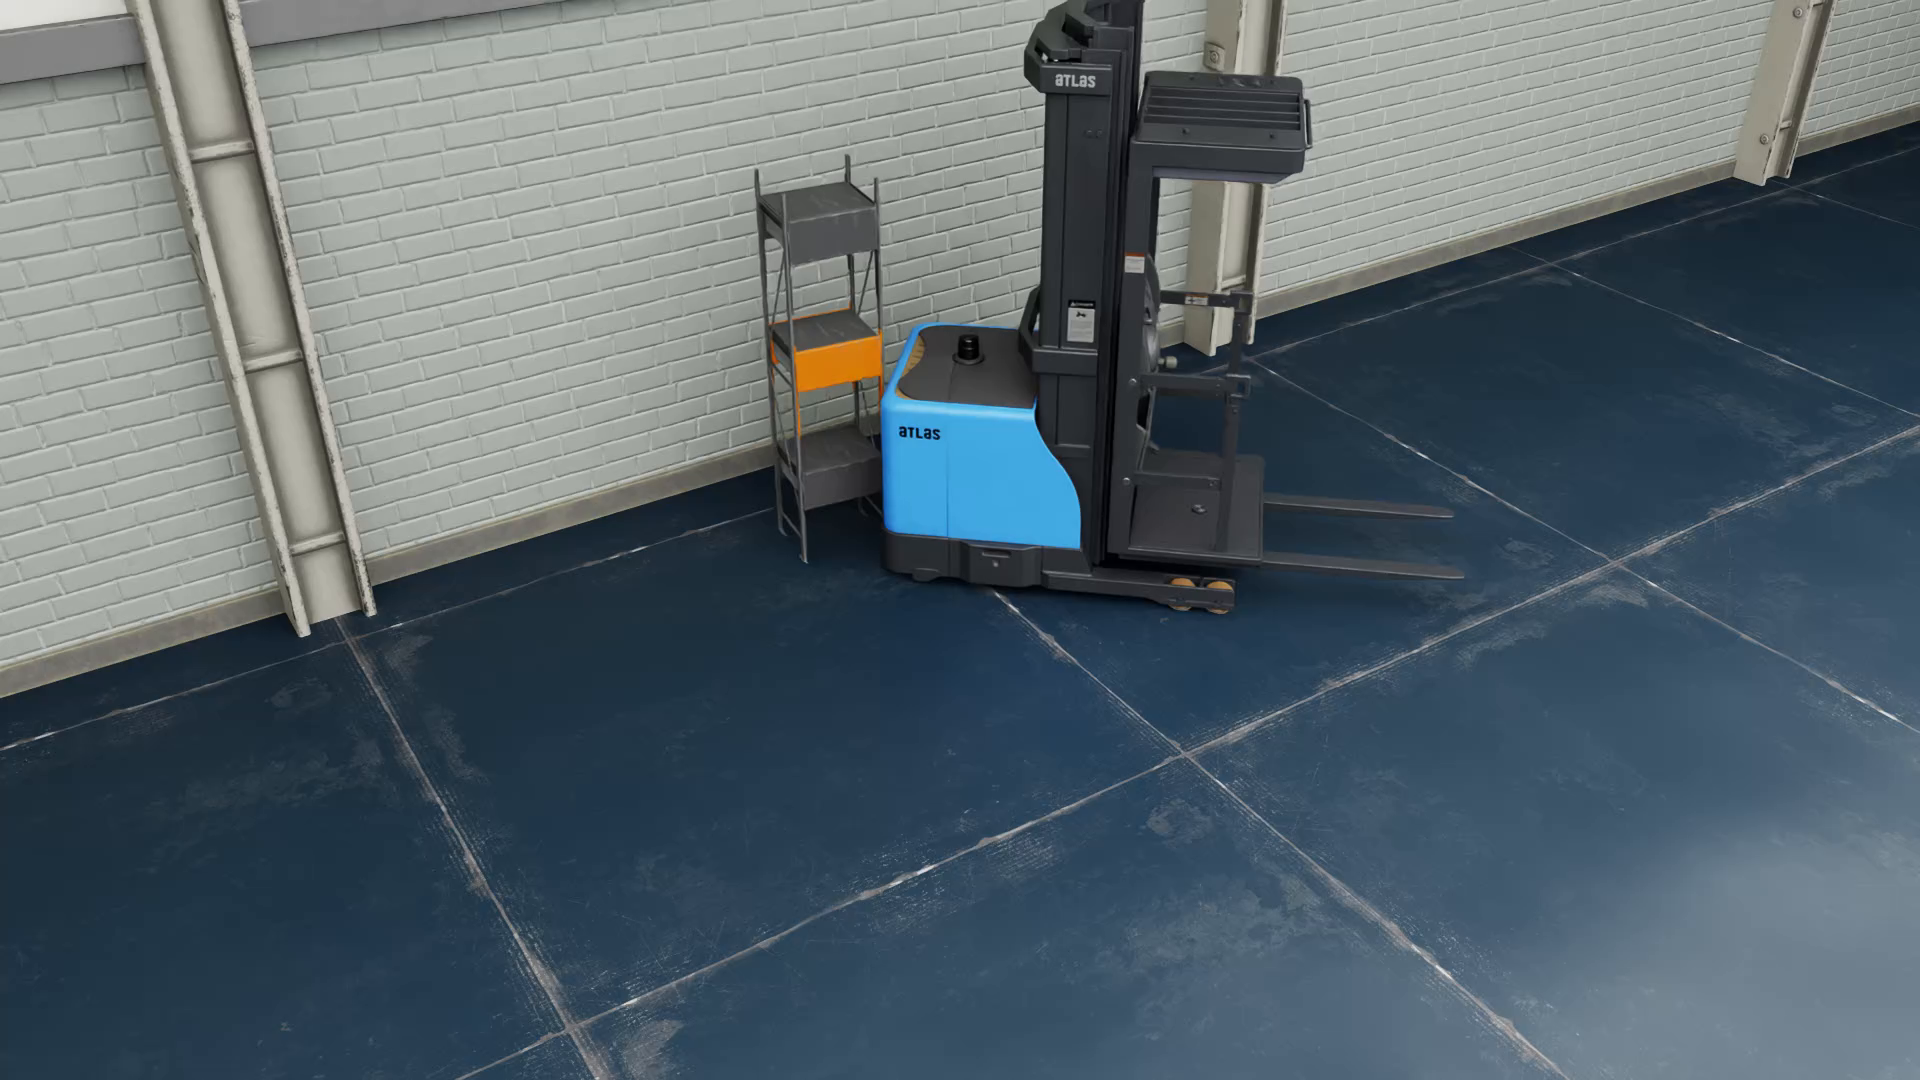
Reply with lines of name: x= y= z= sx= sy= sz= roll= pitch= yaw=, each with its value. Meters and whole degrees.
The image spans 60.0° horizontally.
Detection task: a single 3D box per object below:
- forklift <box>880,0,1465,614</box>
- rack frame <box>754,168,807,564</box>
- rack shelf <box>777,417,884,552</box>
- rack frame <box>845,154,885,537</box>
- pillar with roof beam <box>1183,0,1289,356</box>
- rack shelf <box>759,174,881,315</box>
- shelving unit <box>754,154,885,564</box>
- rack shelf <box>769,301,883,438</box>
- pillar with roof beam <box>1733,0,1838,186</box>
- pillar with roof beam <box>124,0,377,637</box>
forklift: x=1.147 y=-1.162 z=8.345 sx=3.031 sy=2.935 sz=1.130 roll=5 pitch=33 yaw=8
rack frame: x=-0.927 y=-0.854 z=8.635 sx=0.015 sy=2.100 sz=0.400 roll=-15 pitch=35 yaw=-22
rack shelf: x=-0.707 y=-0.307 z=9.107 sx=0.480 sy=0.518 sz=0.431 roll=-15 pitch=35 yaw=-22
rack frame: x=-0.488 y=-0.968 z=8.817 sx=0.015 sy=2.100 sz=0.400 roll=-15 pitch=35 yaw=-22
pillar with roof beam: x=4.098 y=-3.240 z=5.951 sx=0.400 sy=9.000 sz=9.100 roll=-19 pitch=37 yaw=-27
rack shelf: x=-0.707 y=-1.491 z=8.360 sx=0.480 sy=0.518 sz=0.431 roll=-15 pitch=35 yaw=-22
shelving unit: x=-0.707 y=-0.911 z=8.726 sx=0.503 sy=2.100 sz=0.431 roll=-15 pitch=35 yaw=-22
rack shelf: x=-0.707 y=-0.899 z=8.733 sx=0.480 sy=0.518 sz=0.431 roll=-15 pitch=35 yaw=-22
pillar with roof beam: x=9.141 y=-4.974 z=8.701 sx=0.400 sy=9.000 sz=9.100 roll=-19 pitch=37 yaw=-27
pillar with roof beam: x=-0.945 y=-1.505 z=3.202 sx=0.400 sy=9.000 sz=9.100 roll=-19 pitch=37 yaw=-27
